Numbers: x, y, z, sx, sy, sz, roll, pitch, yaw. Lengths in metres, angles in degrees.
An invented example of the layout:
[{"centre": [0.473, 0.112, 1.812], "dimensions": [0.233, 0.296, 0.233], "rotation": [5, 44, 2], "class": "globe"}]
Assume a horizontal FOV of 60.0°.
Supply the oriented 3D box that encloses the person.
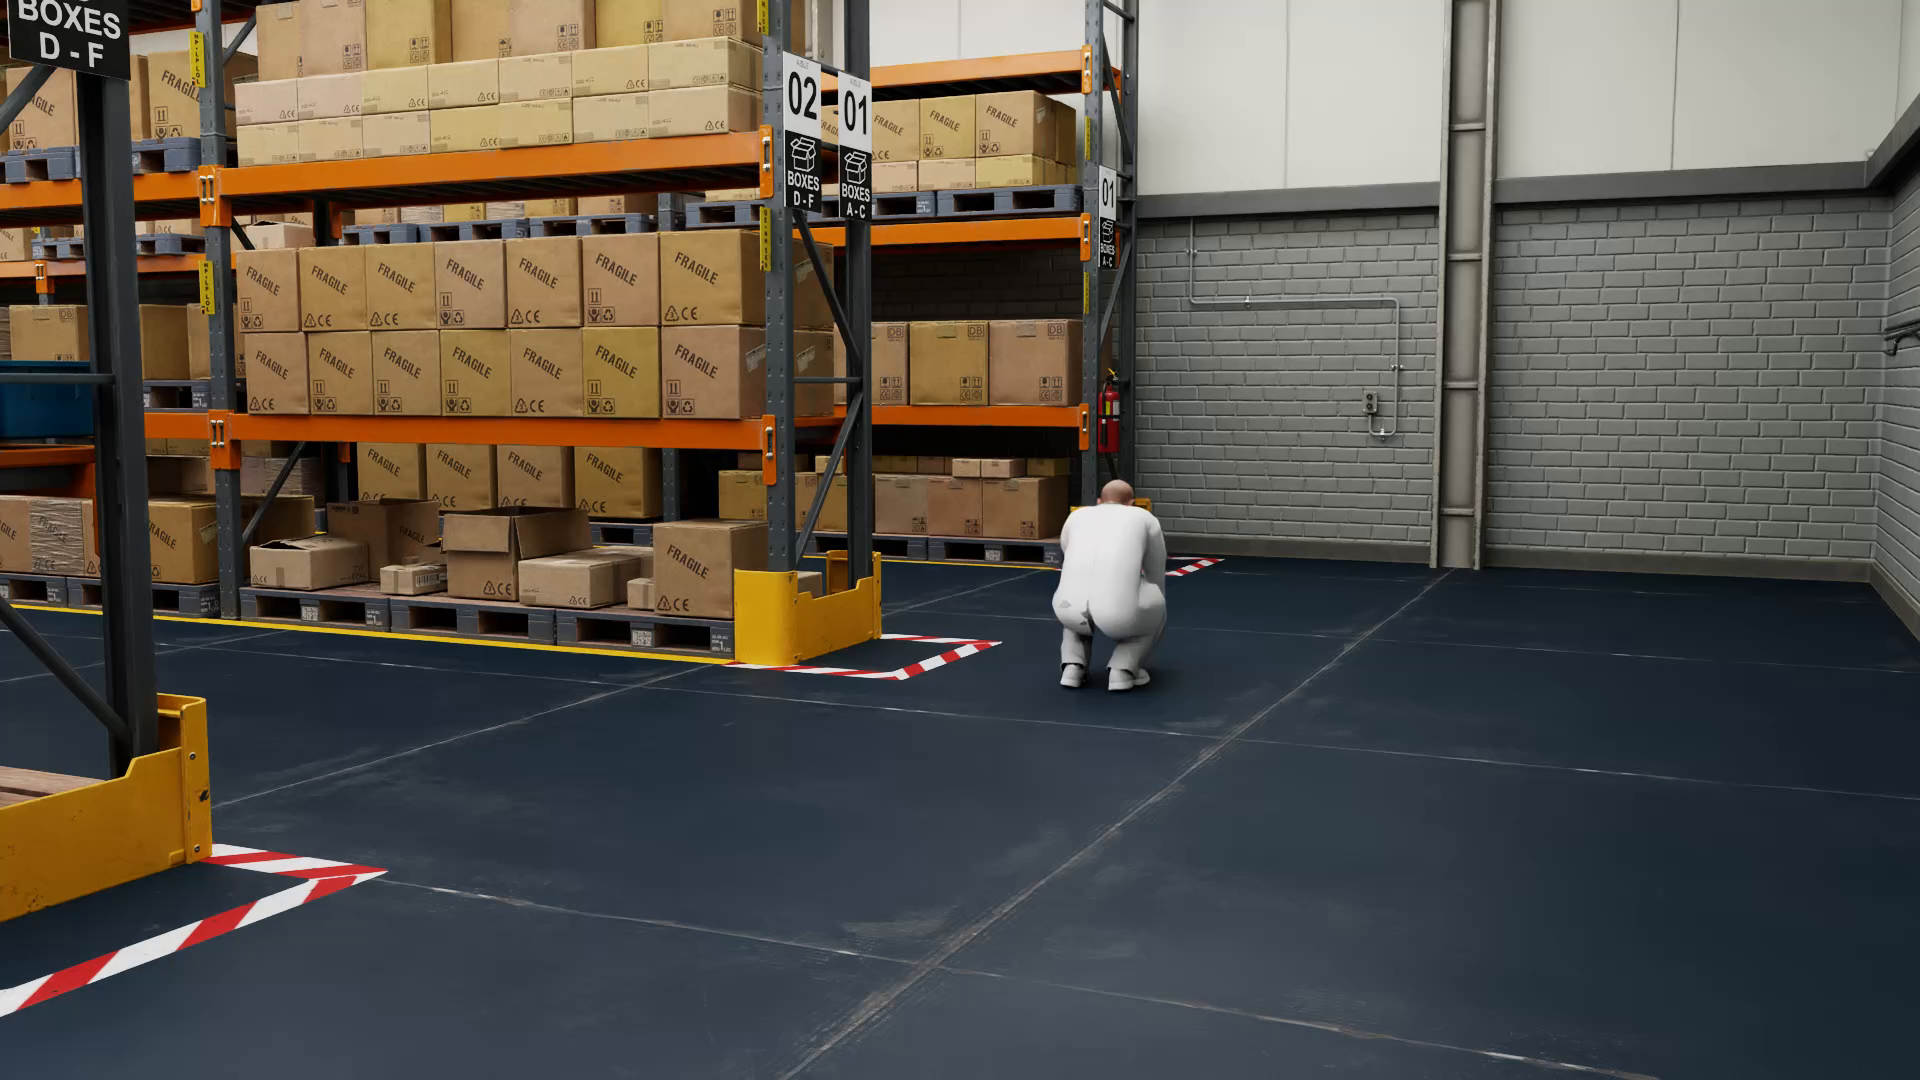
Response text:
[{"centre": [0.771, 0.212, 8.373], "dimensions": [0.586, 1.003, 0.924], "rotation": [2, 6, 23], "class": "person"}]
